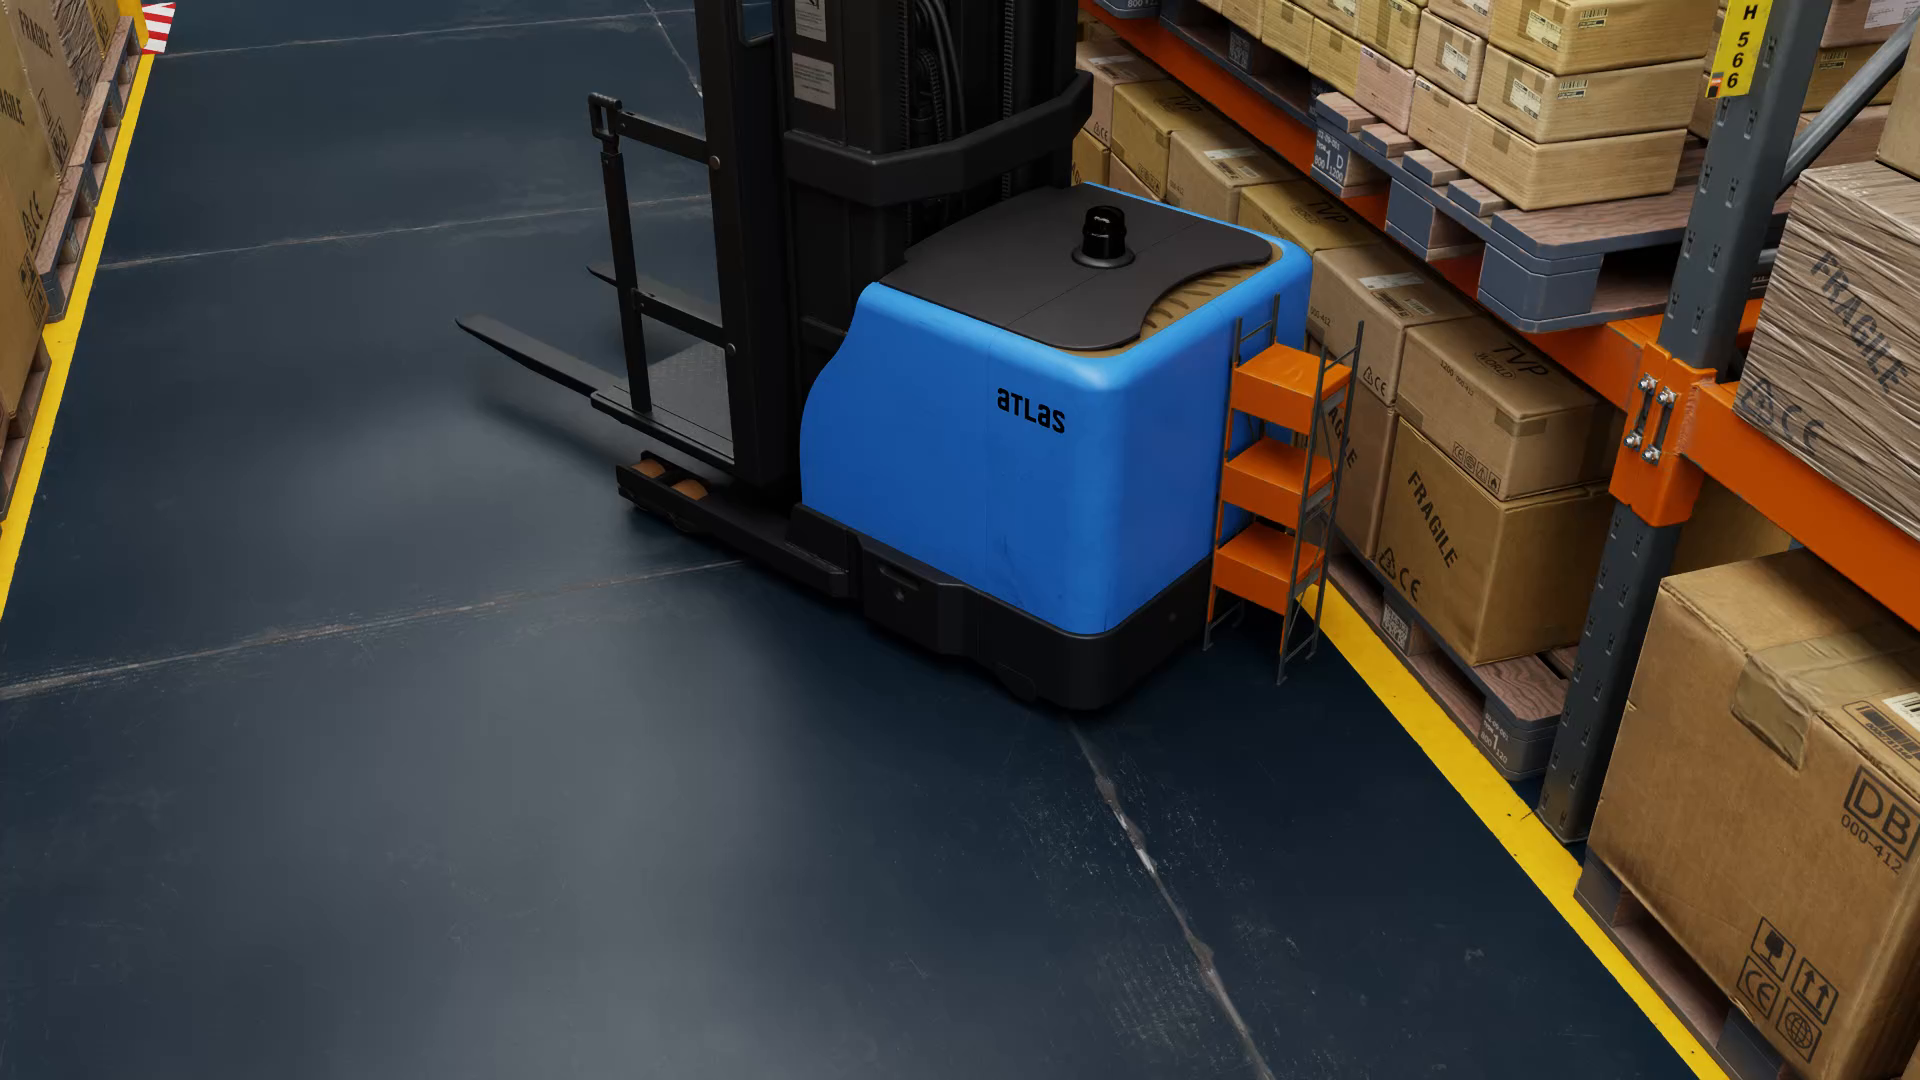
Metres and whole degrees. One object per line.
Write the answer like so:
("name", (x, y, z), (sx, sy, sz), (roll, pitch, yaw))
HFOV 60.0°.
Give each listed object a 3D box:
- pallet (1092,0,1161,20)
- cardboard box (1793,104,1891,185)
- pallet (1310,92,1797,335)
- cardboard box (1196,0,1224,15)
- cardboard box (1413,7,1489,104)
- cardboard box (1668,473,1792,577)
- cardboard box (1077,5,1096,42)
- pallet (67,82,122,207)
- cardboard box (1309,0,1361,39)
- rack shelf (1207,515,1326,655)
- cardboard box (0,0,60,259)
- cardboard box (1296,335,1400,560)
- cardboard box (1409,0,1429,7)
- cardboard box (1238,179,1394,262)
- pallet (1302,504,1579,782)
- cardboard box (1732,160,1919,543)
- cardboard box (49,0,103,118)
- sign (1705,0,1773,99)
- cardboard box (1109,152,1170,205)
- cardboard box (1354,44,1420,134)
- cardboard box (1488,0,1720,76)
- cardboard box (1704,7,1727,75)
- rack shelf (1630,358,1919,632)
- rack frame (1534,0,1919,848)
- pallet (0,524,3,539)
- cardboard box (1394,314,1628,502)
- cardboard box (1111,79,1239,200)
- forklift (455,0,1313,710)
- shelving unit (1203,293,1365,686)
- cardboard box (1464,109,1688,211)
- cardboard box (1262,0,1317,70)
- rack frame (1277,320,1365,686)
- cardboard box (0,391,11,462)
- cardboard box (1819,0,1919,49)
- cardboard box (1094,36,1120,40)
("pallet", (0.819, -2.204, 6.038), (1.003, 0.211, 1.213), (-10, 35, -15))
("cardboard box", (2.001, -0.949, 3.812), (0.380, 0.149, 0.250), (-10, 35, -15))
("pallet", (1.626, -0.886, 4.043), (1.213, 0.211, 1.003), (-10, 35, -15))
("cardboard box", (0.884, -1.678, 4.916), (0.380, 0.149, 0.250), (-12, 35, -17))
("cardboard box", (1.278, -1.127, 3.811), (0.380, 0.149, 0.250), (-9, 34, -13))
("cardboard box", (1.972, -0.156, 4.652), (0.500, 0.500, 0.500), (-11, 35, -17))
("cardboard box", (0.665, -2.438, 7.885), (0.380, 0.149, 0.250), (-10, 35, -15))
("pallet", (-4.563, -1.819, 7.812), (1.003, 0.211, 1.213), (-10, 35, -15))
("cardboard box", (1.119, -1.396, 4.218), (0.380, 0.149, 0.250), (-10, 35, -15))
("rack shelf", (0.857, 0.123, 4.634), (0.240, 0.259, 0.215), (25, 41, 33))
("cardboard box", (-4.155, -1.577, 6.462), (0.875, 0.875, 0.875), (-10, 35, -15))
("cardboard box", (1.341, -0.316, 4.895), (0.500, 0.500, 0.500), (-9, 34, -13))
("cardboard box", (1.205, -1.378, 3.922), (0.380, 0.149, 0.250), (-9, 35, -13))
("cardboard box", (1.182, -0.902, 5.101), (0.500, 0.250, 0.500), (-9, 35, -14))
("pallet", (1.708, 0.143, 4.841), (1.003, 0.211, 1.213), (-10, 35, -15))
("cardboard box", (1.825, -0.370, 2.998), (0.500, 0.500, 0.500), (-10, 35, -14))
("cardboard box", (-4.701, -2.517, 7.885), (0.875, 0.875, 0.875), (-10, 35, -15))
("sign", (1.431, -0.963, 3.008), (0.100, 0.325, 0.005), (-10, 35, -15))
("cardboard box", (0.861, -1.132, 6.128), (0.500, 0.500, 0.500), (-8, 34, -13))
("cardboard box", (1.204, -1.127, 4.082), (0.380, 0.149, 0.250), (-9, 35, -14))
("cardboard box", (1.359, -1.108, 3.514), (0.380, 0.149, 0.250), (-11, 35, -17))
("cardboard box", (1.904, -1.234, 3.973), (0.380, 0.149, 0.250), (-8, 34, -12))
("rack shelf", (2.555, 0.741, 2.061), (1.077, 0.370, 4.000), (-10, 35, -15))
("rack frame", (1.945, -0.609, 3.451), (1.000, 3.000, 0.127), (-10, 35, -15))
("pallet", (-3.347, 0.269, 4.651), (1.003, 0.211, 1.213), (-10, 35, -15))
("cardboard box", (1.487, -0.370, 4.295), (0.500, 0.250, 0.500), (-11, 35, -16))
("cardboard box", (0.864, -1.443, 5.919), (0.500, 0.250, 0.500), (-9, 35, -13))
("forklift", (-0.475, -1.445, 4.778), (3.031, 2.935, 1.130), (25, 41, 33))
("shelving unit", (0.857, -0.117, 4.475), (0.252, 1.050, 0.215), (25, 41, 33))
("cardboard box", (1.357, -0.862, 3.680), (0.380, 0.149, 0.250), (-9, 35, -14))
("cardboard box", (1.048, -1.400, 4.494), (0.380, 0.149, 0.250), (-12, 35, -17))
("rack frame", (0.950, -0.074, 4.410), (0.008, 1.050, 0.200), (25, 41, 33))
("cardboard box", (-3.542, -0.416, 4.704), (1.225, 0.875, 0.875), (-11, 35, -16))
("cardboard box", (1.987, -1.206, 3.661), (0.380, 0.149, 0.250), (-10, 35, -15))
("cardboard box", (0.817, -2.159, 7.462), (0.380, 0.149, 0.250), (-9, 34, -13))
